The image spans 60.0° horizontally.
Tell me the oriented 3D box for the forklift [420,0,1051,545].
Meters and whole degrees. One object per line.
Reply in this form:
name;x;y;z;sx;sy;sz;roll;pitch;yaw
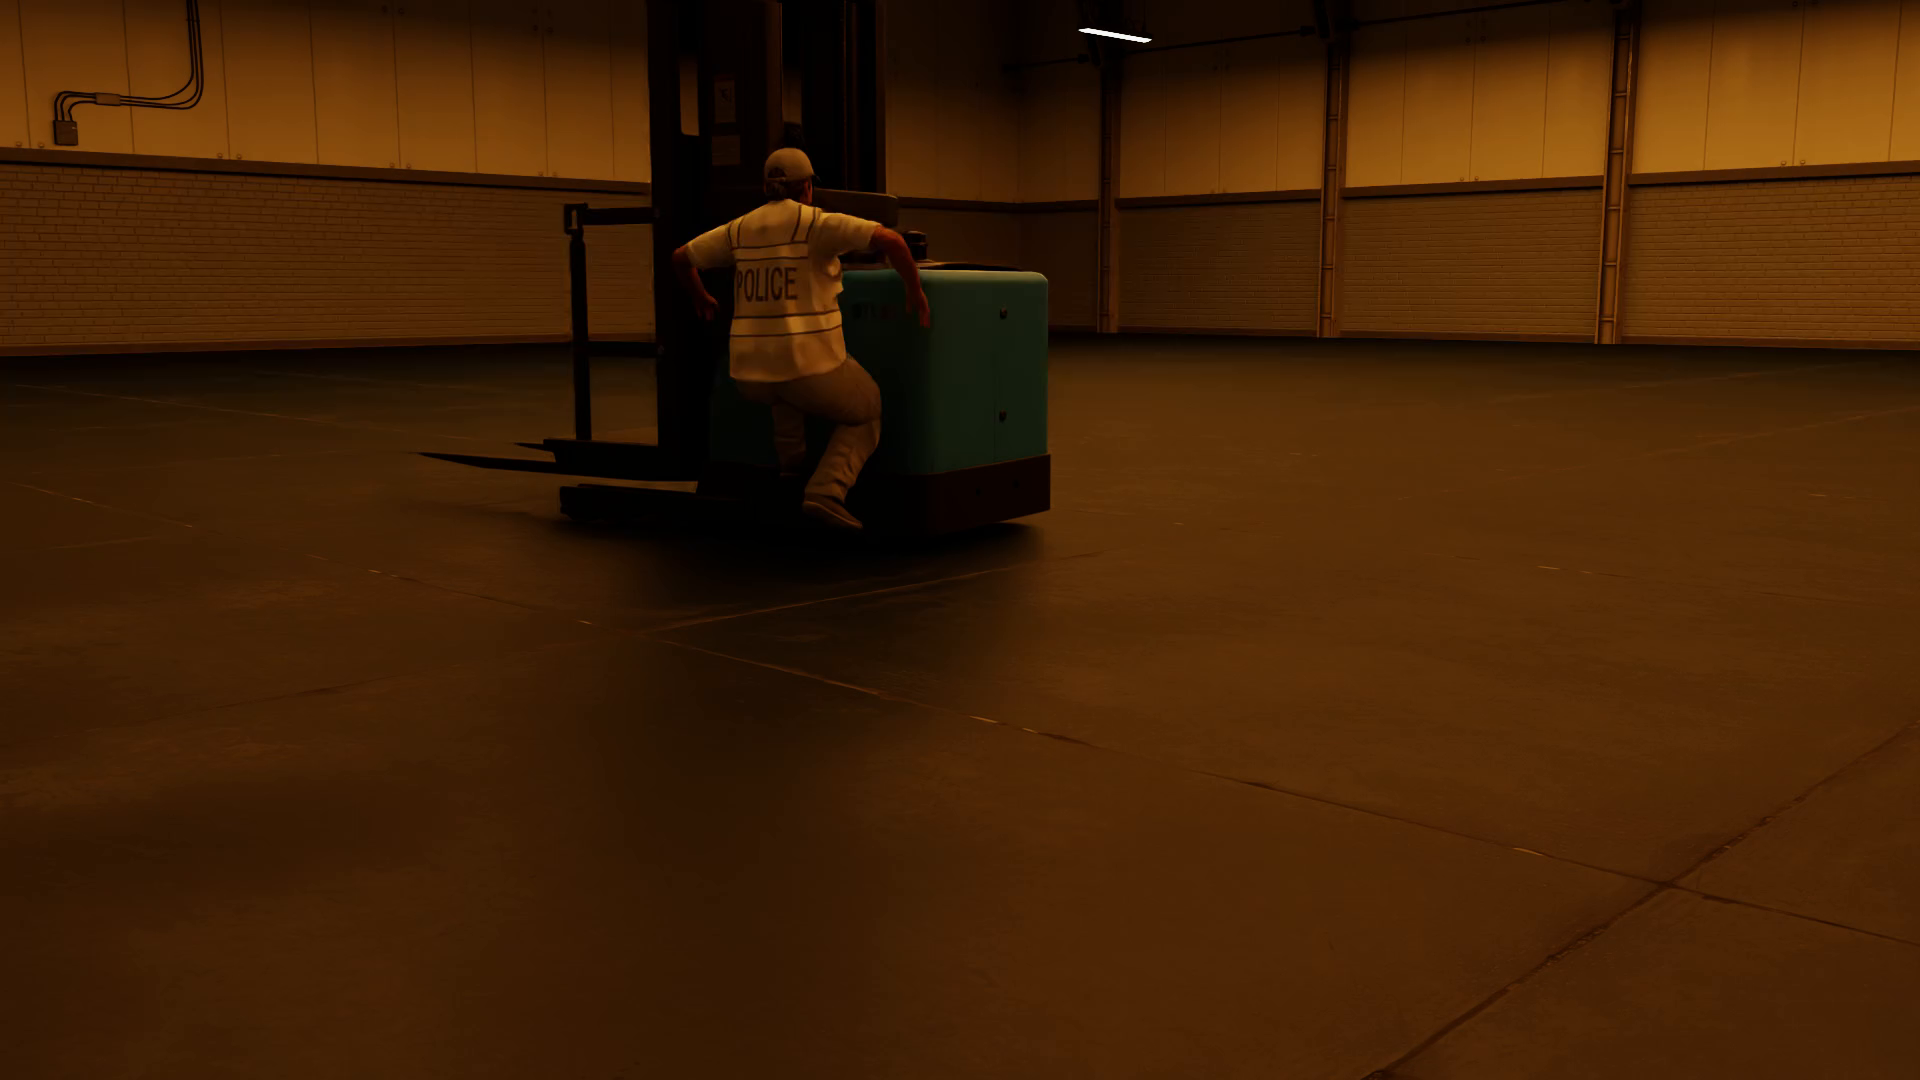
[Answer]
forklift;-1.136;-1.568;7.290;3.031;2.935;1.130;5;10;32

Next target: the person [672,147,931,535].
person;-0.577;-0.735;6.285;0.998;1.442;0.800;4;9;24
